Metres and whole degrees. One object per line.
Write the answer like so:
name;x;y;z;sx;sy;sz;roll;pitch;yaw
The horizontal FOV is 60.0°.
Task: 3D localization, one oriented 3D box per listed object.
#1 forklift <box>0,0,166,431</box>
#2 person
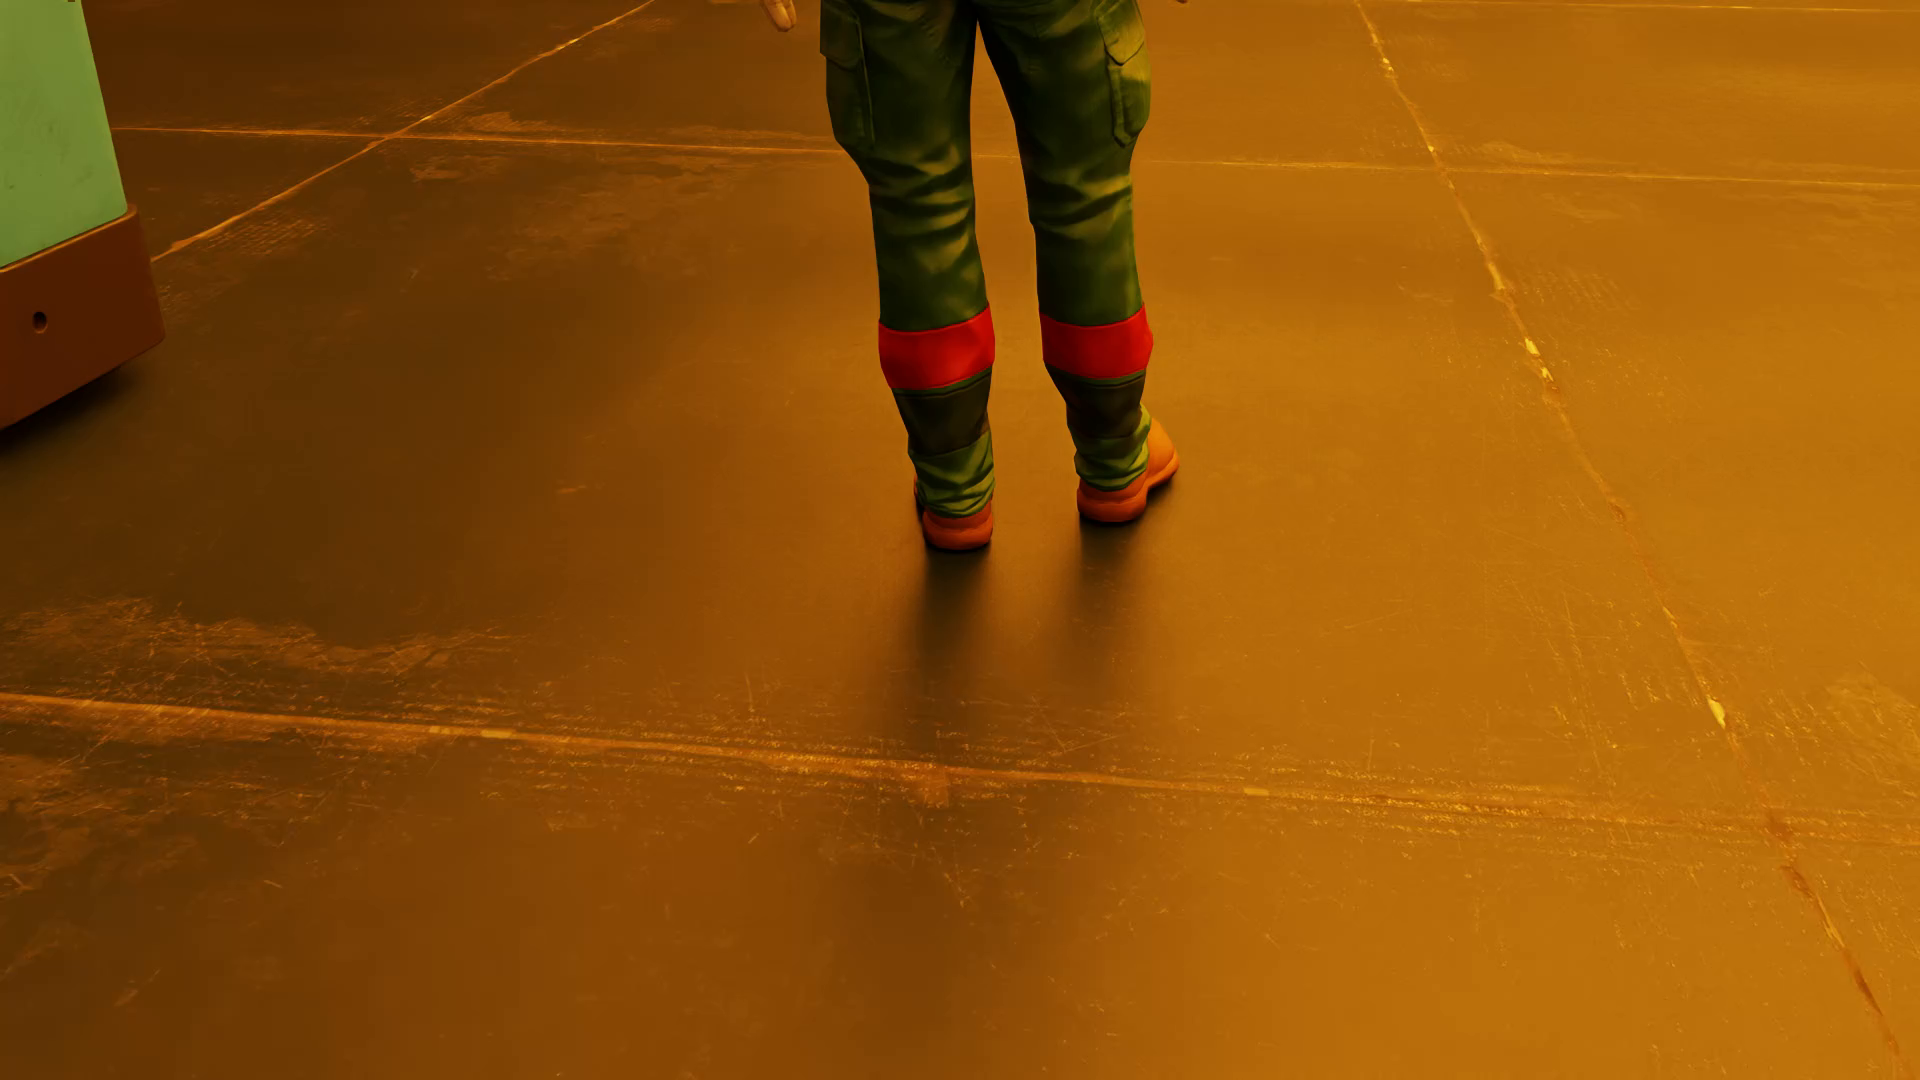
forklift;-3.042;-1.543;2.309;3.031;2.935;1.130;5;27;9
person;0.022;-0.842;2.167;0.638;1.787;0.564;3;27;7
